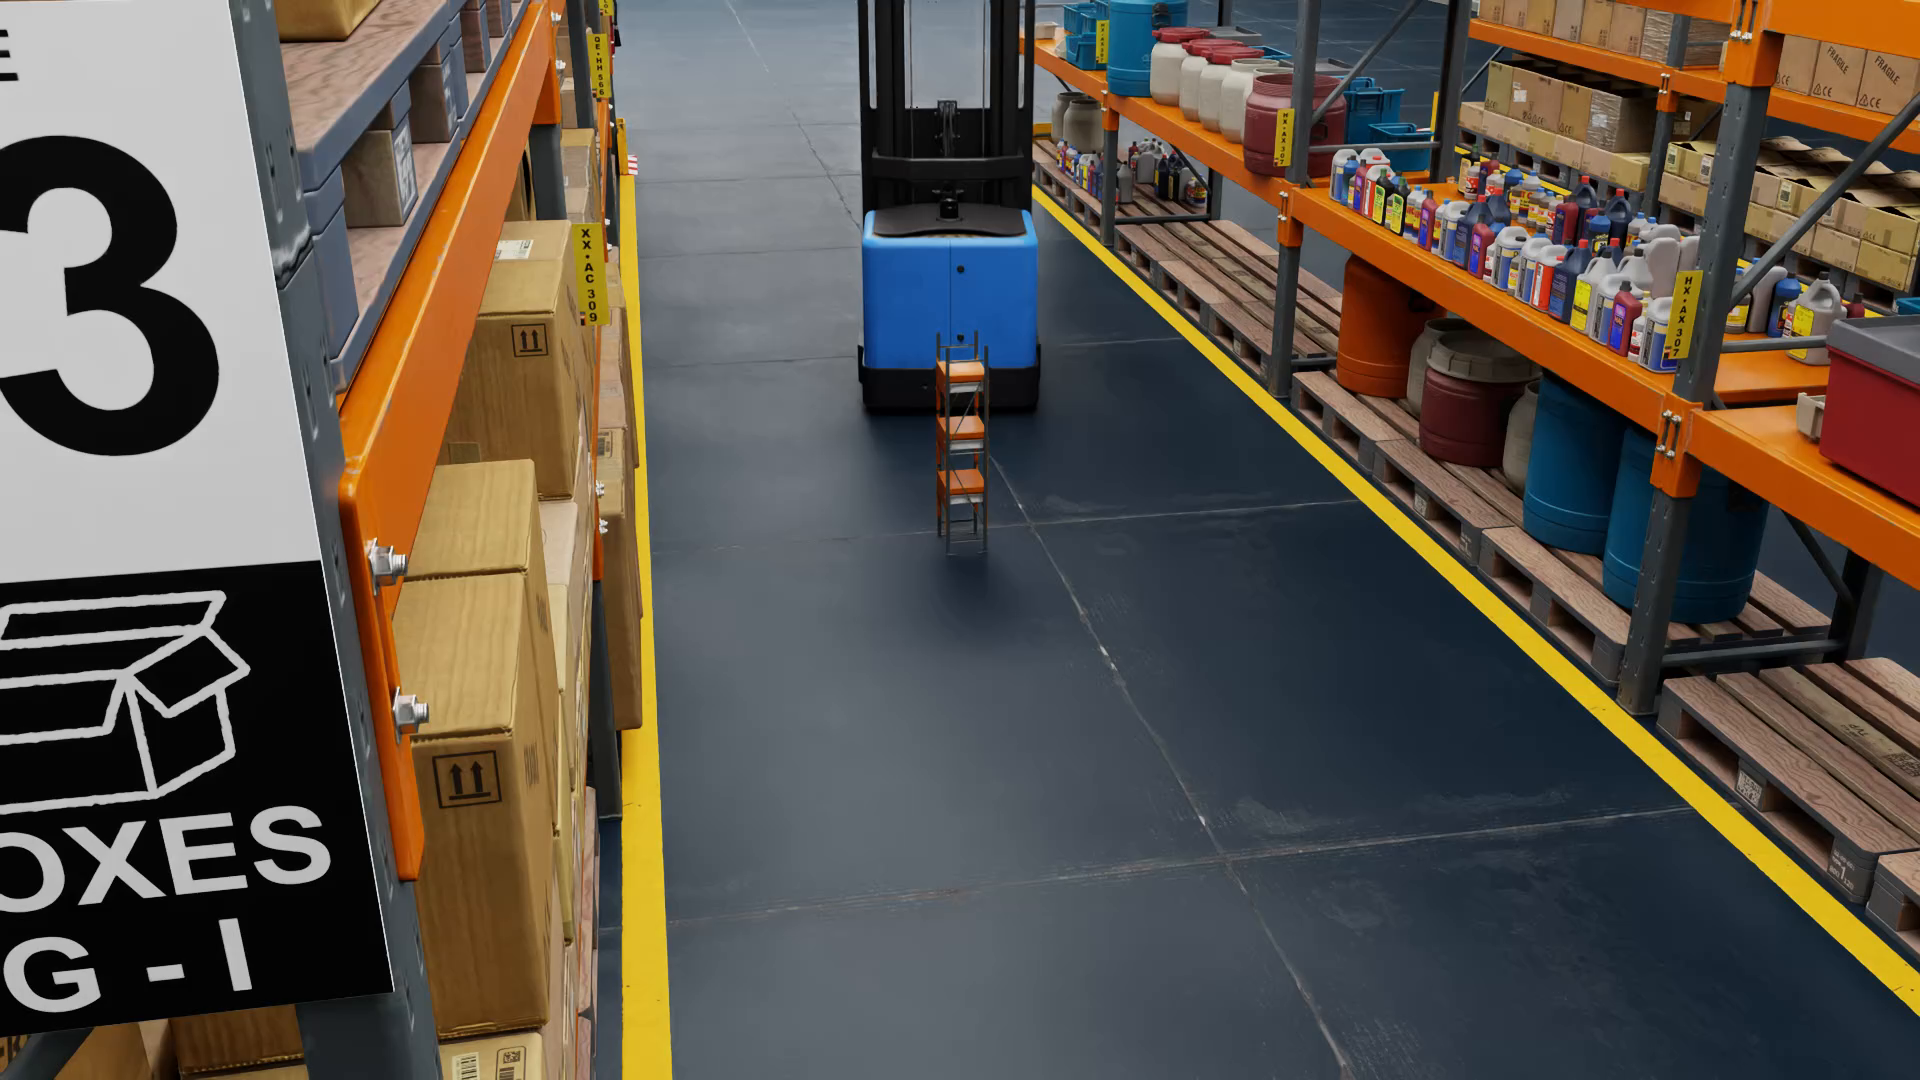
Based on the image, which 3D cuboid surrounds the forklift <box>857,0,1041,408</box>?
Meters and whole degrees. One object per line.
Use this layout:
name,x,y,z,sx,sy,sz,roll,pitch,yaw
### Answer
forklift,-0.089,-2.672,10.705,1.130,2.935,3.031,-1,24,-1

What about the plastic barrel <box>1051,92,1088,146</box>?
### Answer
plastic barrel,1.134,-4.246,16.807,0.421,0.512,0.421,0,24,0

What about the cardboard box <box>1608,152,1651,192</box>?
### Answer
cardboard box,6.245,-3.337,15.053,0.500,0.250,0.500,-4,24,-10

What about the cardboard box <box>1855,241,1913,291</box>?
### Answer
cardboard box,6.850,-1.989,11.966,0.500,0.250,0.500,-5,24,-10

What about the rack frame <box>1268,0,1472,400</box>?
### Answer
rack frame,2.417,-2.300,9.768,1.000,3.000,0.127,-4,24,-10

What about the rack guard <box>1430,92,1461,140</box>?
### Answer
rack guard,5.802,-4.676,18.331,1.175,0.500,0.348,-4,24,-10

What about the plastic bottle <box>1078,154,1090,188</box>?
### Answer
plastic bottle,1.154,-3.325,14.969,0.152,0.276,0.135,-4,24,-9

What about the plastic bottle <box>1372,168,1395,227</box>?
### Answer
plastic bottle,2.245,-1.814,8.802,0.061,0.283,0.133,-4,24,-10

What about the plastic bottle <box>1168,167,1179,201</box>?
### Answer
plastic bottle,1.858,-3.105,14.455,0.061,0.283,0.133,-4,24,-10

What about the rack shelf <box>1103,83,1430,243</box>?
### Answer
rack shelf,2.047,-2.757,11.713,1.077,0.370,4.000,-4,24,-10

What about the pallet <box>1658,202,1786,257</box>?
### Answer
pallet,6.720,-2.674,14.108,1.003,0.211,1.213,-4,24,-10

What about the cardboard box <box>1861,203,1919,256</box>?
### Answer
cardboard box,6.844,-2.246,11.855,0.500,0.311,0.500,-5,24,-11

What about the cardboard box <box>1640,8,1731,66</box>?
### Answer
cardboard box,6.458,-4.458,14.585,0.700,0.500,0.500,-5,24,-11

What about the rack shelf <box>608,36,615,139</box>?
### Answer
rack shelf,-3.560,-3.964,14.476,1.077,0.370,4.000,-4,24,-10

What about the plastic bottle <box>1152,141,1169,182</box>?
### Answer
plastic bottle,1.822,-3.451,15.163,0.144,0.351,0.185,-4,24,-10

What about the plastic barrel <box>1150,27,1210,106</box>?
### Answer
plastic barrel,1.639,-3.543,12.444,0.433,0.535,0.433,0,24,0

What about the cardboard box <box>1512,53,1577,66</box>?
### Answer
cardboard box,6.198,-4.899,17.693,0.500,0.500,0.500,-4,24,-10

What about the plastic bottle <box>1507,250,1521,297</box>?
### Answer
plastic bottle,2.532,-1.205,7.510,0.097,0.201,0.097,0,24,0

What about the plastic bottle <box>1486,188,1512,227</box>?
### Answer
plastic bottle,2.586,-1.539,8.087,0.144,0.351,0.185,-4,24,-10

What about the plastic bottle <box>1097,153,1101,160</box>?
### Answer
plastic bottle,1.258,-3.337,14.987,0.061,0.283,0.133,-4,24,-10

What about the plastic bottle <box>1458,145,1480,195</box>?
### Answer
plastic bottle,2.911,-2.119,9.499,0.061,0.283,0.133,-4,24,-10

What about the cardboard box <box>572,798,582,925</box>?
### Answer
cardboard box,-0.953,0.659,3.307,0.380,0.149,0.250,-5,24,-10

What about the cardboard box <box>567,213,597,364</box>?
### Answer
cardboard box,-1.736,-1.000,6.666,0.500,0.500,0.500,-5,24,-11

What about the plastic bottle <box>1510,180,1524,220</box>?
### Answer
plastic bottle,3.011,-1.829,8.938,0.097,0.201,0.097,0,24,0

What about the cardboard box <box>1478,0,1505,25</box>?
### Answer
cardboard box,5.880,-5.673,17.366,0.700,0.500,0.500,-4,24,-10

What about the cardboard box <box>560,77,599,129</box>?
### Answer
cardboard box,-2.535,-2.733,10.423,0.500,0.250,0.500,-5,24,-11

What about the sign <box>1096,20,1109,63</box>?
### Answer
sign,1.135,-3.964,13.232,0.100,0.325,0.005,-4,24,-10

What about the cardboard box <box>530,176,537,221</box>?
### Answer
cardboard box,-1.953,-1.387,6.299,0.797,0.503,0.637,-4,24,-9

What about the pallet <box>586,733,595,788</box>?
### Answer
pallet,-1.928,0.620,6.567,1.003,0.211,1.213,-4,24,-10

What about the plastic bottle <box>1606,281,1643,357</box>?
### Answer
plastic bottle,2.678,-0.892,6.690,0.061,0.283,0.133,-4,24,-10

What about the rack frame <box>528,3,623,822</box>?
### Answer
rack frame,-1.711,-0.360,5.326,1.000,3.000,0.127,-4,24,-10

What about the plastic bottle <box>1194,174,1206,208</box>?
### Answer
plastic bottle,2.049,-2.982,14.190,0.097,0.271,0.097,0,24,0

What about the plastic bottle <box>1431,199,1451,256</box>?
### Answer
plastic bottle,2.387,-1.545,8.200,0.097,0.271,0.097,0,24,0

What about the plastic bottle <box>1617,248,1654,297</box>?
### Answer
plastic bottle,2.807,-1.052,6.972,0.144,0.351,0.185,-4,24,-10

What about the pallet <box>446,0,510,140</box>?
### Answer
pallet,-1.348,-0.892,2.909,1.003,0.211,1.213,-4,24,-10

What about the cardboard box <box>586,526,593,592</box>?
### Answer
cardboard box,-1.238,0.053,4.694,0.380,0.149,0.250,-5,24,-11

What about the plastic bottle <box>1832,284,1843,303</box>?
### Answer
plastic bottle,3.483,-0.901,6.712,0.061,0.283,0.133,-4,24,-10

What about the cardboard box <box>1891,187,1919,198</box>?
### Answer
cardboard box,7.280,-2.489,12.411,0.500,0.311,0.500,-5,24,-11

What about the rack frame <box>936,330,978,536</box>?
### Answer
rack frame,-0.013,-0.508,8.102,0.200,1.050,0.008,-4,24,-10

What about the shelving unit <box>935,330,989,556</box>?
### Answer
shelving unit,0.010,-0.460,7.992,0.215,1.050,0.252,-4,24,-10

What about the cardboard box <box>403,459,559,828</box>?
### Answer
cardboard box,-0.989,0.193,2.938,0.500,0.500,0.500,-5,24,-11

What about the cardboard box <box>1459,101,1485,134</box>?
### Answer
cardboard box,5.687,-4.517,17.755,0.500,0.250,0.500,-4,24,-10

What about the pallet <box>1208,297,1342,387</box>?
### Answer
pallet,2.312,-1.330,11.030,1.003,0.211,1.213,-4,24,-10

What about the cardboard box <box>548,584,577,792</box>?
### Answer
cardboard box,-1.088,0.330,3.562,0.500,0.250,0.500,-5,24,-11

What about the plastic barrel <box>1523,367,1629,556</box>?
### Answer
plastic barrel,2.942,-0.451,7.632,0.600,0.901,0.708,-4,24,-10

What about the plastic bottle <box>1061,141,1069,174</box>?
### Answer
plastic bottle,0.991,-3.577,15.536,0.061,0.283,0.133,-4,24,-9

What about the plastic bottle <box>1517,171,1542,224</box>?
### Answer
plastic bottle,3.029,-1.823,8.836,0.097,0.271,0.097,0,24,0

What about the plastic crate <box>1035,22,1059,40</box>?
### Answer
plastic crate,0.787,-4.950,16.165,0.298,0.136,0.250,-4,24,-10

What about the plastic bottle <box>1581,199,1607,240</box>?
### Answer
plastic bottle,3.121,-1.540,8.173,0.061,0.283,0.133,-4,24,-10

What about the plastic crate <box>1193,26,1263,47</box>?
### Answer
plastic crate,2.068,-3.735,12.973,0.402,0.464,0.583,-4,24,-10

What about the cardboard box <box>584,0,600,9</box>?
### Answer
cardboard box,-3.024,-4.343,12.700,0.500,0.500,0.500,-4,24,-10
